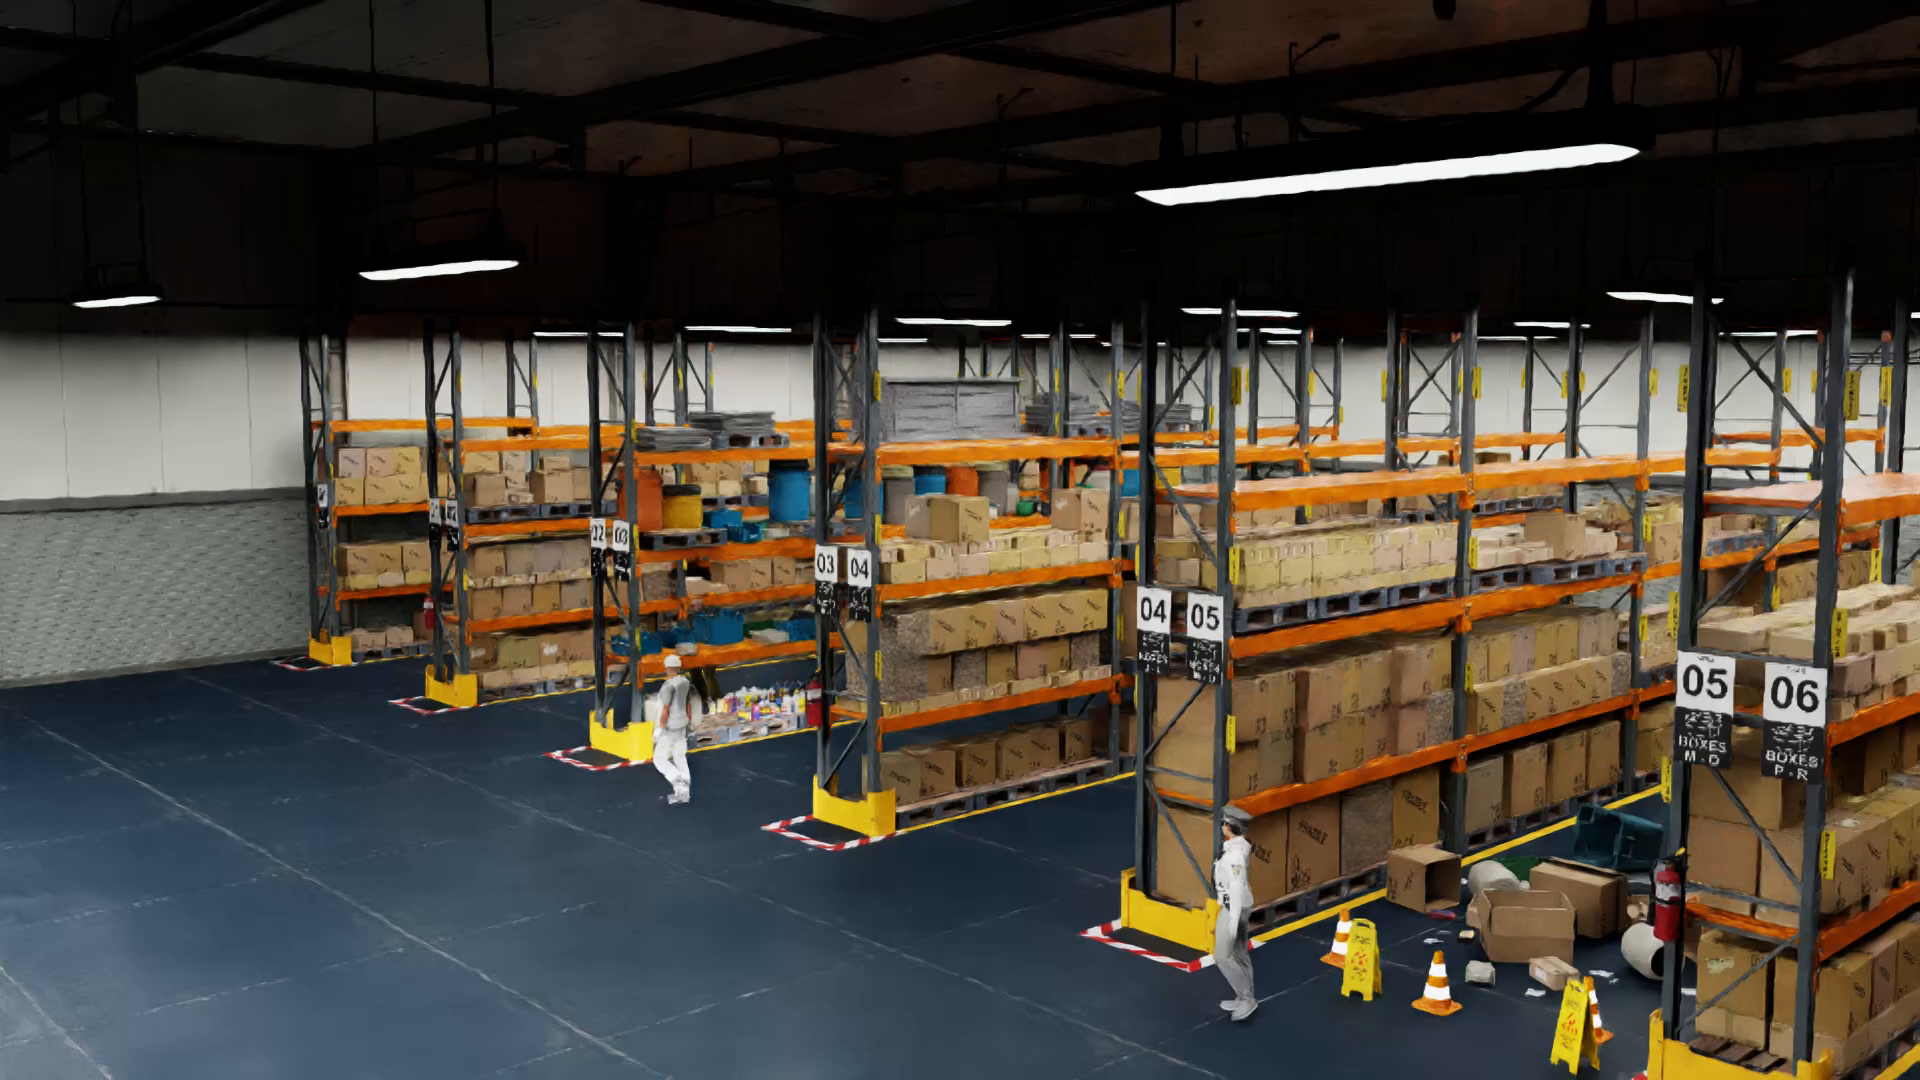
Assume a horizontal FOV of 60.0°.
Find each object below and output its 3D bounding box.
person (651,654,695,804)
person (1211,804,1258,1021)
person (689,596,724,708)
[{"bbox_3d":[-3.393,2.262,19.886,0.463,1.780,0.697,2,6,17],"label":"person"},{"bbox_3d":[2.211,2.979,13.367,0.367,1.670,0.579,2,6,16],"label":"person"},{"bbox_3d":[-3.952,1.767,25.666,0.504,1.635,0.729,-6,8,-44],"label":"person"}]
